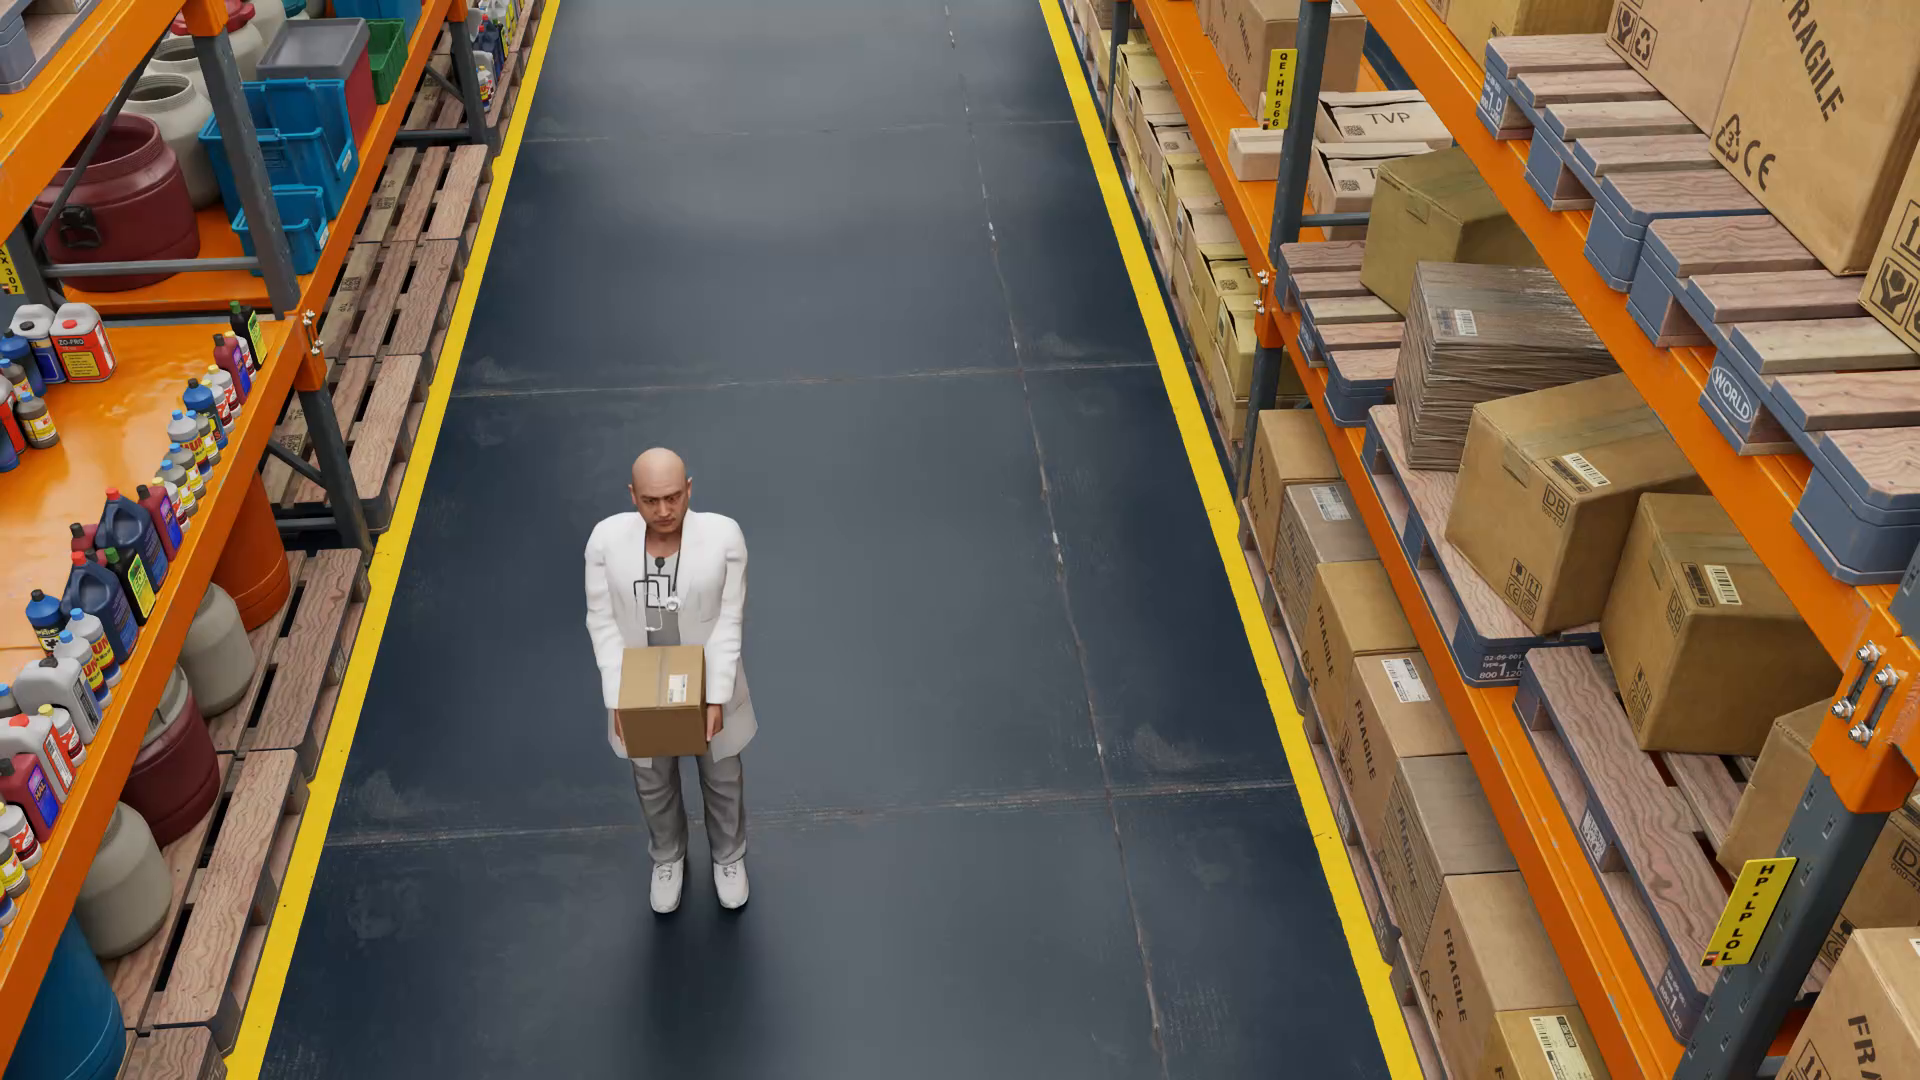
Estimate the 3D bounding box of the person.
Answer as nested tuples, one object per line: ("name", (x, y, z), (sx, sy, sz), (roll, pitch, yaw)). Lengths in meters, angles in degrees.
("person", (-0.931, 0.539, 5.496), (0.528, 1.771, 0.563), (-2, 39, -3))
